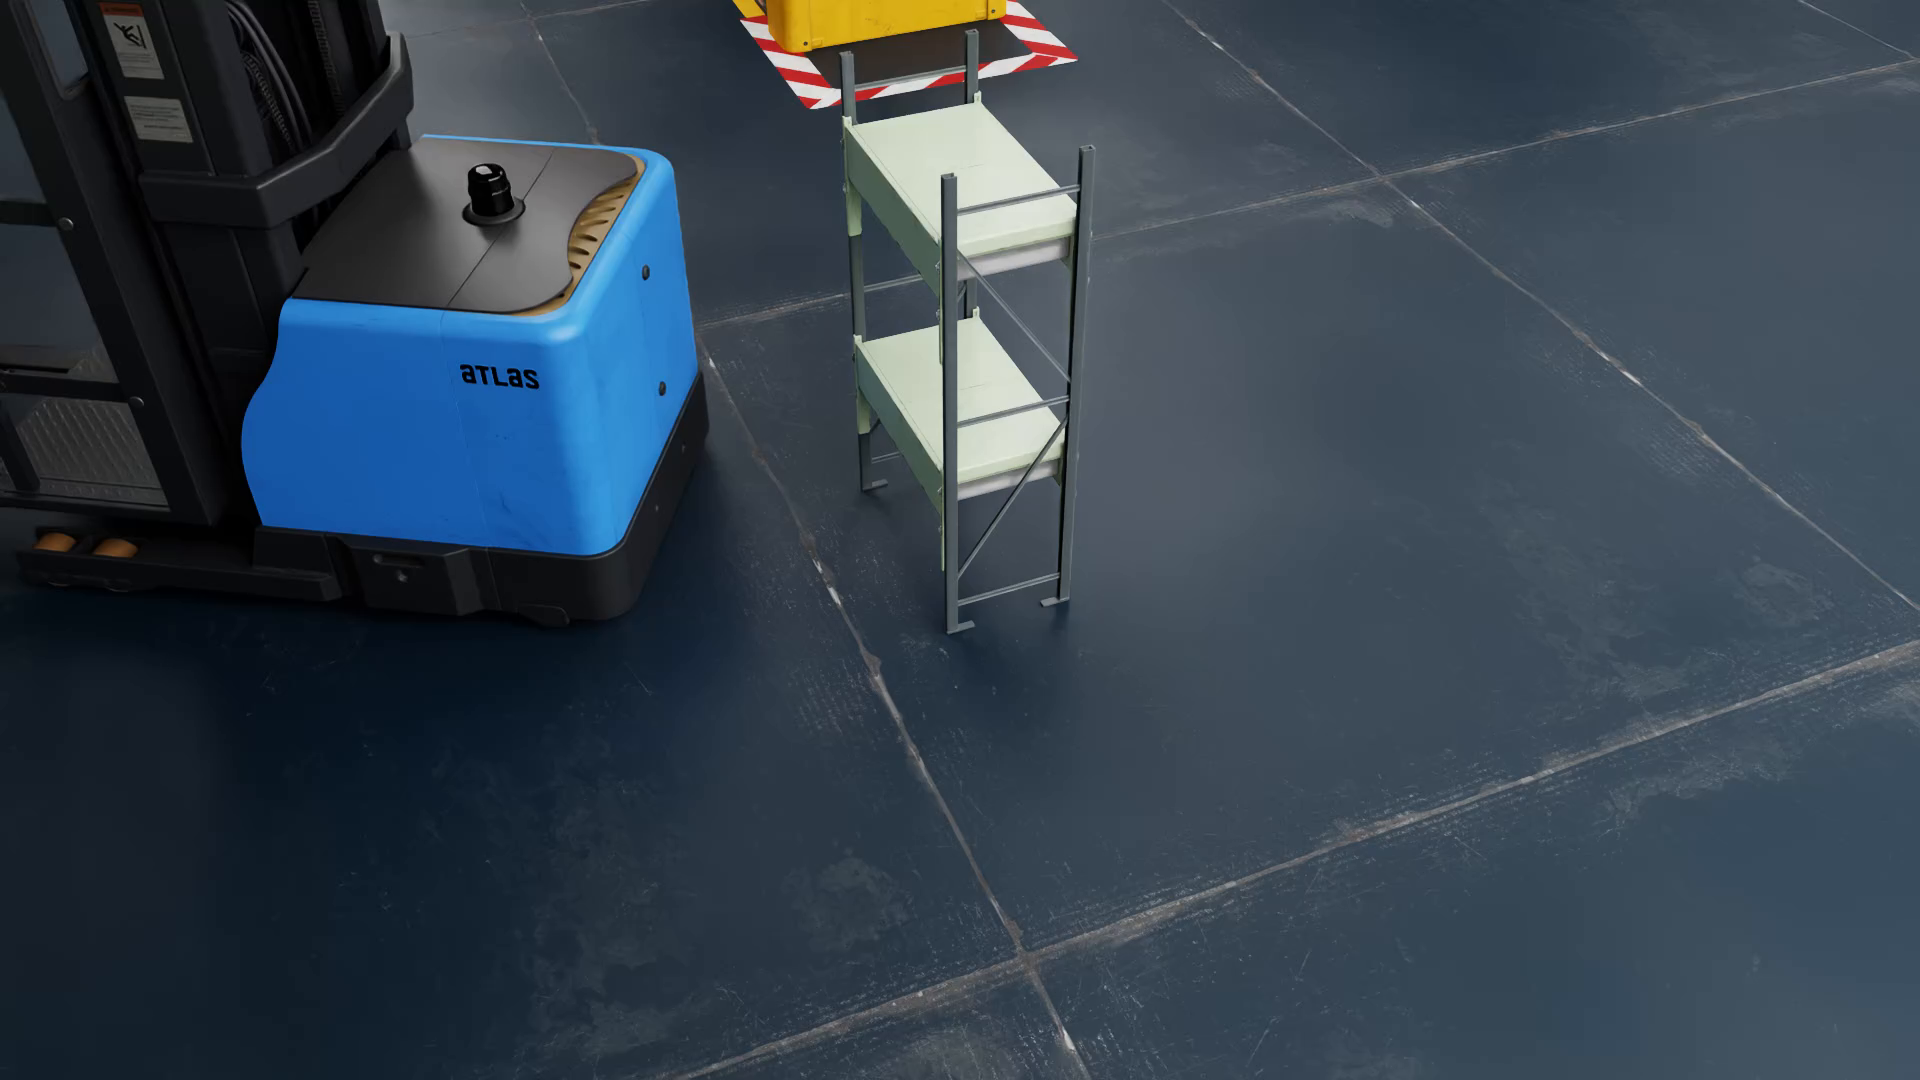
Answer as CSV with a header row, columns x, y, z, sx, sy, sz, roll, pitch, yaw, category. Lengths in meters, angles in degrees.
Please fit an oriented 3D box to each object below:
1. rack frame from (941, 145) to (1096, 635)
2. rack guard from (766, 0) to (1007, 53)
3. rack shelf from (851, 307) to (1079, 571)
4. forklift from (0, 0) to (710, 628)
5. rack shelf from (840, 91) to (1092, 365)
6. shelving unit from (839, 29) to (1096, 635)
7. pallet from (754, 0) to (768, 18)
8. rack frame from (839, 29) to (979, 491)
x,y,z,sx,sy,sz,roll,pitch,yaw,category
0.143,-0.344,4.500,0.400,1.500,0.023,-15,43,-17,rack frame
-0.354,-2.758,8.074,1.175,0.500,0.348,-15,43,-17,rack guard
0.003,-0.317,4.969,0.431,0.370,0.720,-15,43,-17,rack shelf
-2.399,-1.287,4.499,3.031,2.935,1.130,5,41,6,forklift
0.003,-0.861,4.502,0.431,0.370,0.720,-15,43,-17,rack shelf
0.003,-0.565,4.756,0.431,1.500,0.755,-15,43,-17,shelving unit
-0.694,-3.113,8.708,1.003,0.211,1.213,-15,43,-17,pallet
-0.137,-0.785,5.013,0.400,1.500,0.023,-15,43,-17,rack frame
